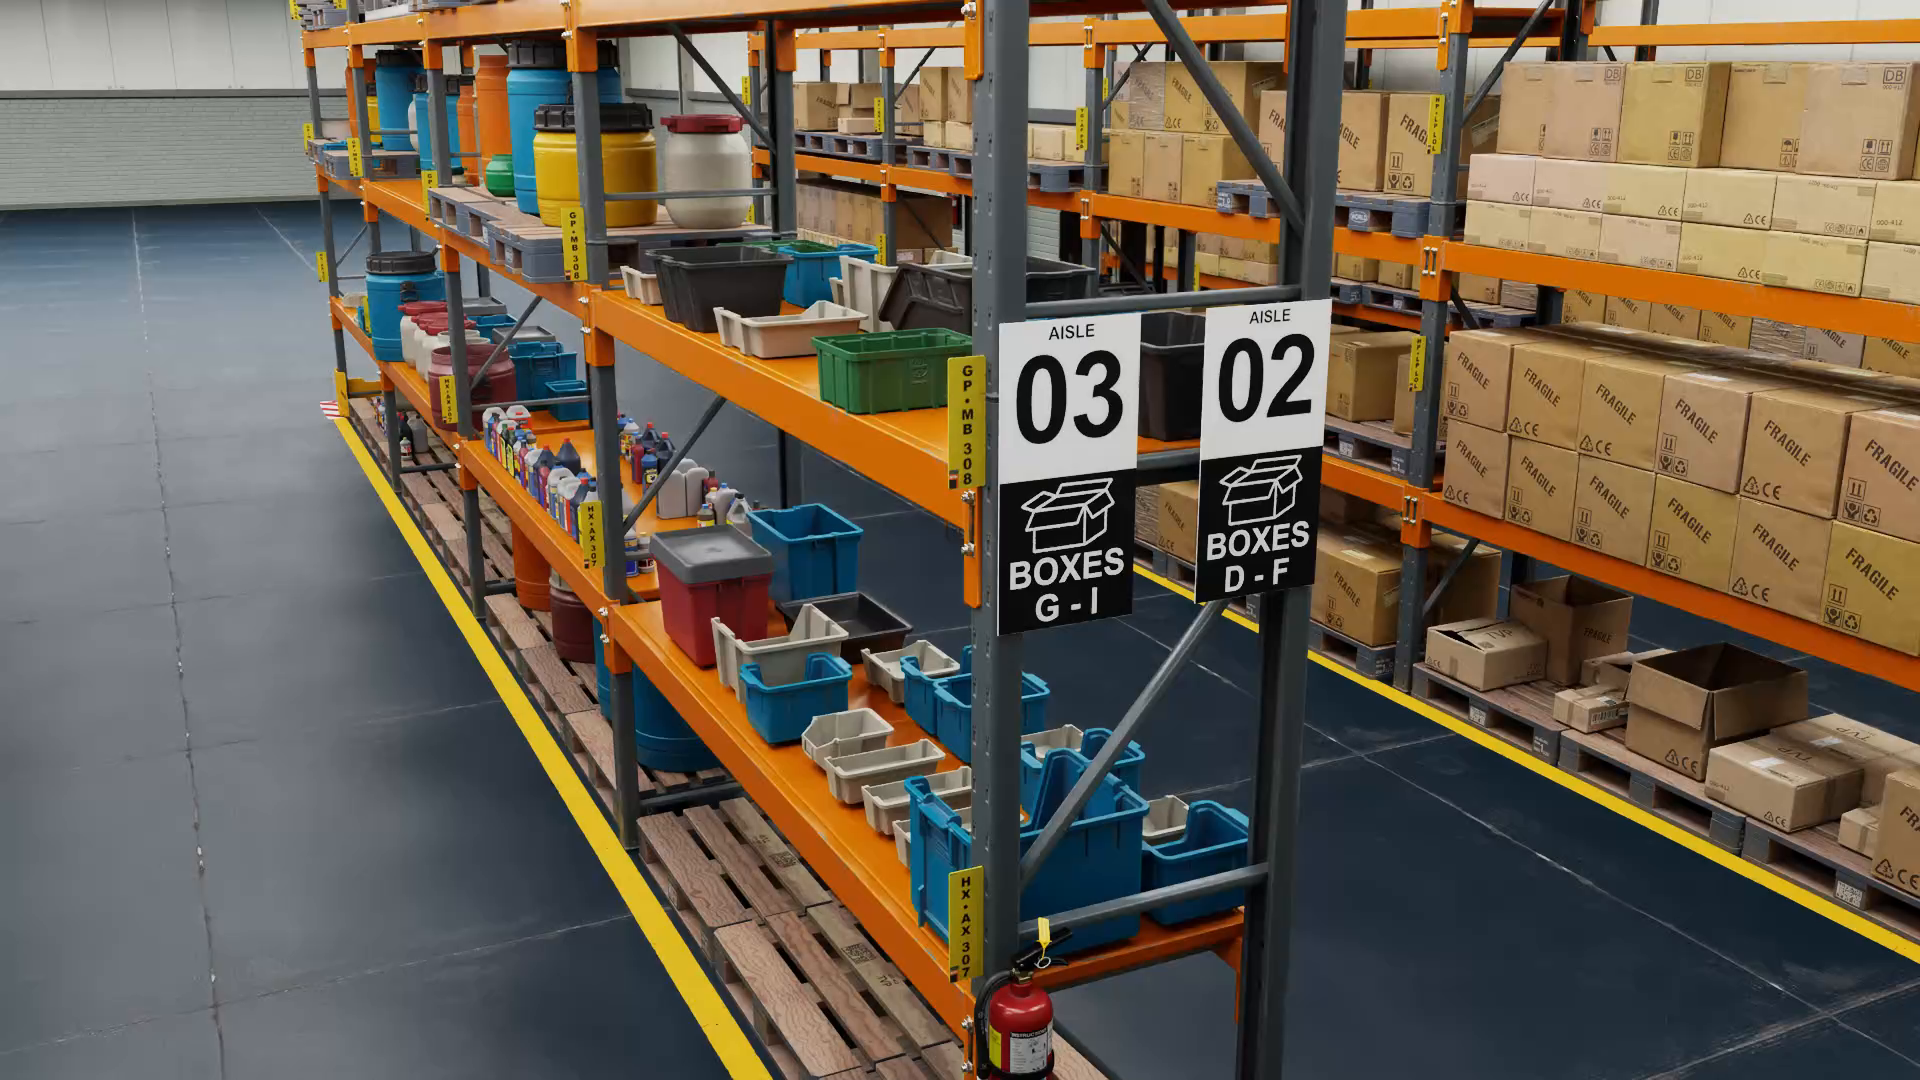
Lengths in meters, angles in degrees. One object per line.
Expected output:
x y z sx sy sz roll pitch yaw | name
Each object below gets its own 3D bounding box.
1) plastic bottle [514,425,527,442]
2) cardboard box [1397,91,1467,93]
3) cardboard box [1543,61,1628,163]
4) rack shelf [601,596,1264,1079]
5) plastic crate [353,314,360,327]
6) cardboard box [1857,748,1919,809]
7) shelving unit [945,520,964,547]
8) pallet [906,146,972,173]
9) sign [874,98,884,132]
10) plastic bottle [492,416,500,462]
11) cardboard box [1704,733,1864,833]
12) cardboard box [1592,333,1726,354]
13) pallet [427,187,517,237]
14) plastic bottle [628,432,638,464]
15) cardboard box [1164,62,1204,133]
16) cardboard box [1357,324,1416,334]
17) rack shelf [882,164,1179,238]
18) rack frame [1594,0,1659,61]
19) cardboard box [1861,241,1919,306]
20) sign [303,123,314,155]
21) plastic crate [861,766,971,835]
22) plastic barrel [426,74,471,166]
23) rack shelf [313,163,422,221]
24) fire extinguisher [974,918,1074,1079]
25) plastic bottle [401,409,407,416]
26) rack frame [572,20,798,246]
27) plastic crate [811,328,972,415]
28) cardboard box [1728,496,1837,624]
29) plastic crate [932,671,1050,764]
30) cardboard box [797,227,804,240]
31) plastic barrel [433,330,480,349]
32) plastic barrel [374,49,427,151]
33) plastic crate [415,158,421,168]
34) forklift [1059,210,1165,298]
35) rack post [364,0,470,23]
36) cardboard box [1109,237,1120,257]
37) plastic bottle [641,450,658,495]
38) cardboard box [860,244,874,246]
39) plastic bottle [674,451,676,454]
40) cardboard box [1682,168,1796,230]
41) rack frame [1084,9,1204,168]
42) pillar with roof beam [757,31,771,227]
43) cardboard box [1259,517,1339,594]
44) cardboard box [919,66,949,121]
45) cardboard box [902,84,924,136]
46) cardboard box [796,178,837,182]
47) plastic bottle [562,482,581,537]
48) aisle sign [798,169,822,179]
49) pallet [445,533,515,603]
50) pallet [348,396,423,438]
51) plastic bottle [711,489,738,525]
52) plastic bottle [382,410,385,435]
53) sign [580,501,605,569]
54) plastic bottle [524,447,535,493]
-2.818 -0.601 10.639 0.097 0.271 0.097 0 16 0 | plastic bottle
4.861 -4.378 17.188 0.500 0.500 0.500 -8 18 -27 | cardboard box
3.545 -2.268 8.782 0.700 0.500 0.500 -8 18 -25 | cardboard box
-0.372 0.885 6.532 1.077 0.370 4.000 -8 18 -25 | rack shelf
-5.692 -2.185 16.406 0.530 0.136 0.437 -8 18 -25 | plastic crate
4.756 1.255 8.127 0.500 0.250 0.500 -8 18 -25 | cardboard box
0.023 -0.491 13.560 0.215 1.050 0.252 -8 18 -25 | shelving unit
0.099 -3.671 16.012 0.805 0.209 1.217 -8 18 -27 | pallet
-0.797 -4.199 16.425 0.100 0.325 0.005 -8 18 -25 | sign
-2.999 -0.659 10.820 0.061 0.283 0.133 -8 18 -25 | plastic bottle
4.110 1.204 8.306 0.500 0.250 0.500 -8 18 -25 | cardboard box
3.887 -0.862 9.323 0.500 0.500 0.500 -8 18 -26 | cardboard box
-2.753 -2.098 10.528 1.003 0.211 1.213 -8 18 -25 | pallet
-2.091 -0.595 10.748 0.097 0.201 0.097 0 16 0 | plastic bottle
1.863 -3.281 12.314 0.500 0.500 0.500 -8 18 -25 | cardboard box
4.686 -2.218 18.418 0.500 0.250 0.500 -8 18 -26 | cardboard box
0.578 -3.138 15.114 1.077 0.370 4.000 -8 18 -25 | rack shelf
5.905 -5.029 14.962 1.000 3.000 0.127 -8 18 -25 | rack frame
4.287 -1.153 7.164 0.500 0.250 0.500 -8 18 -25 | cardboard box
-7.002 -4.313 17.887 0.100 0.325 0.005 -8 18 -25 | sign
-0.130 0.879 5.618 0.396 0.136 0.243 -8 18 -25 | plastic crate
-4.049 -3.361 13.678 0.600 0.901 0.600 0 16 0 | plastic barrel
-5.629 -3.532 16.487 1.077 0.370 4.000 -8 18 -25 | rack shelf
0.162 1.344 4.445 0.296 0.674 0.183 -8 18 -25 | fire extinguisher
-5.492 -1.152 16.455 0.061 0.283 0.133 -8 18 -25 | plastic bottle
-1.248 -2.840 7.334 1.000 3.000 0.127 -8 18 -25 | rack frame
-0.185 -0.515 5.052 0.450 0.188 0.336 -8 18 -25 | plastic crate
4.073 0.059 7.926 0.500 0.500 0.500 -8 18 -24 | cardboard box
0.115 0.659 6.209 0.416 0.233 0.300 -8 18 -25 | plastic crate
-1.738 -3.576 19.417 0.380 0.149 0.250 -8 18 -26 | cardboard box
-3.828 -1.336 12.765 0.421 0.512 0.421 0 16 0 | plastic barrel
-5.093 -4.085 15.438 0.600 0.901 0.708 -8 18 -25 | plastic barrel
-5.199 -3.704 16.167 0.336 0.188 0.450 -8 18 -25 | plastic crate
1.709 -2.415 16.853 1.130 2.935 3.031 -8 18 -26 | forklift
-3.813 -4.442 12.553 1.013 1.000 3.121 -8 18 -25 | rack post
2.329 -3.907 22.164 0.500 0.250 0.500 -8 18 -27 | cardboard box
-1.857 -0.405 9.959 0.097 0.271 0.097 0 16 0 | plastic bottle
-0.834 -3.065 17.637 0.380 0.149 0.250 -8 18 -27 | cardboard box
-1.685 -0.399 9.936 0.097 0.271 0.097 0 16 0 | plastic bottle
3.844 -1.640 7.957 0.500 0.250 0.500 -8 18 -25 | cardboard box
1.454 -4.430 12.872 1.000 3.000 0.127 -8 18 -25 | rack frame
-8.271 -10.887 35.374 9.100 9.000 0.400 -8 18 -25 | pillar with roof beam
2.304 0.100 11.698 0.500 0.500 0.500 -7 18 -24 | cardboard box
-0.064 -4.312 16.052 0.500 0.500 0.500 -7 18 -24 | cardboard box
-0.282 -4.454 17.198 0.500 0.500 0.500 -6 17 -20 | cardboard box
-1.835 -4.071 19.965 0.700 0.500 0.500 -8 18 -25 | cardboard box
-2.092 -0.171 9.134 0.152 0.276 0.135 -8 18 -25 | plastic bottle
-1.816 -4.831 20.434 0.394 0.787 0.004 -8 18 -25 | aisle sign
-3.305 0.195 12.688 1.003 0.211 1.213 -8 18 -25 | pallet
-6.079 -1.376 18.164 1.003 0.211 1.213 -8 18 -25 | pallet
-1.269 -0.148 9.055 0.152 0.276 0.135 -8 18 -25 | plastic bottle
-5.708 -1.185 16.590 0.097 0.271 0.097 0 16 0 | plastic bottle
-1.744 -0.024 7.893 0.100 0.325 0.005 -8 18 -25 | sign
-2.569 -0.422 10.015 0.097 0.271 0.097 0 16 0 | plastic bottle
